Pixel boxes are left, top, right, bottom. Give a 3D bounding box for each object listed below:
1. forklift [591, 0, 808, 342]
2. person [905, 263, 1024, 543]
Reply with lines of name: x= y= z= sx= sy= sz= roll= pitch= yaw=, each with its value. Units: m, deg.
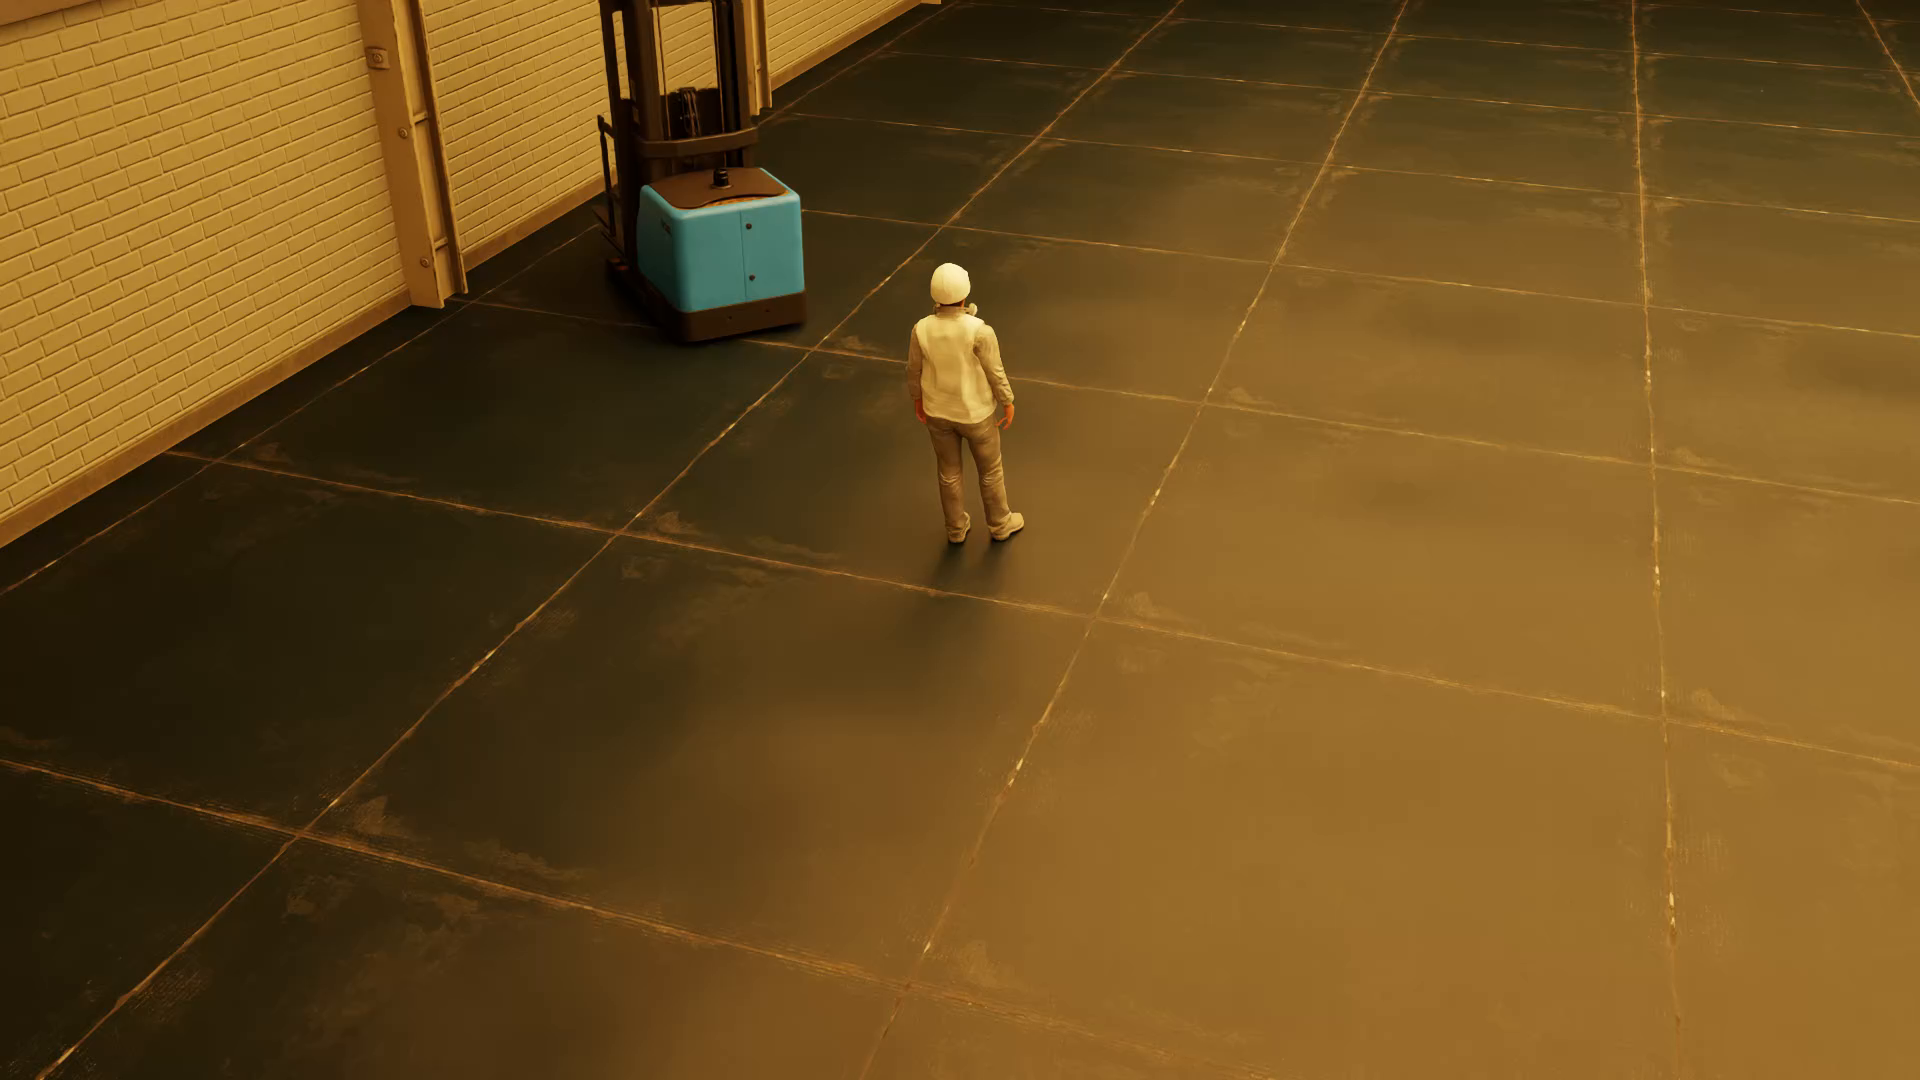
forklift: x=-2.310 y=-3.474 z=13.231 sx=1.130 sy=2.935 sz=3.031 roll=-14 pitch=33 yaw=-23
person: x=0.028 y=-0.805 z=9.701 sx=0.632 sy=1.773 sz=0.568 roll=10 pitch=31 yaw=16
